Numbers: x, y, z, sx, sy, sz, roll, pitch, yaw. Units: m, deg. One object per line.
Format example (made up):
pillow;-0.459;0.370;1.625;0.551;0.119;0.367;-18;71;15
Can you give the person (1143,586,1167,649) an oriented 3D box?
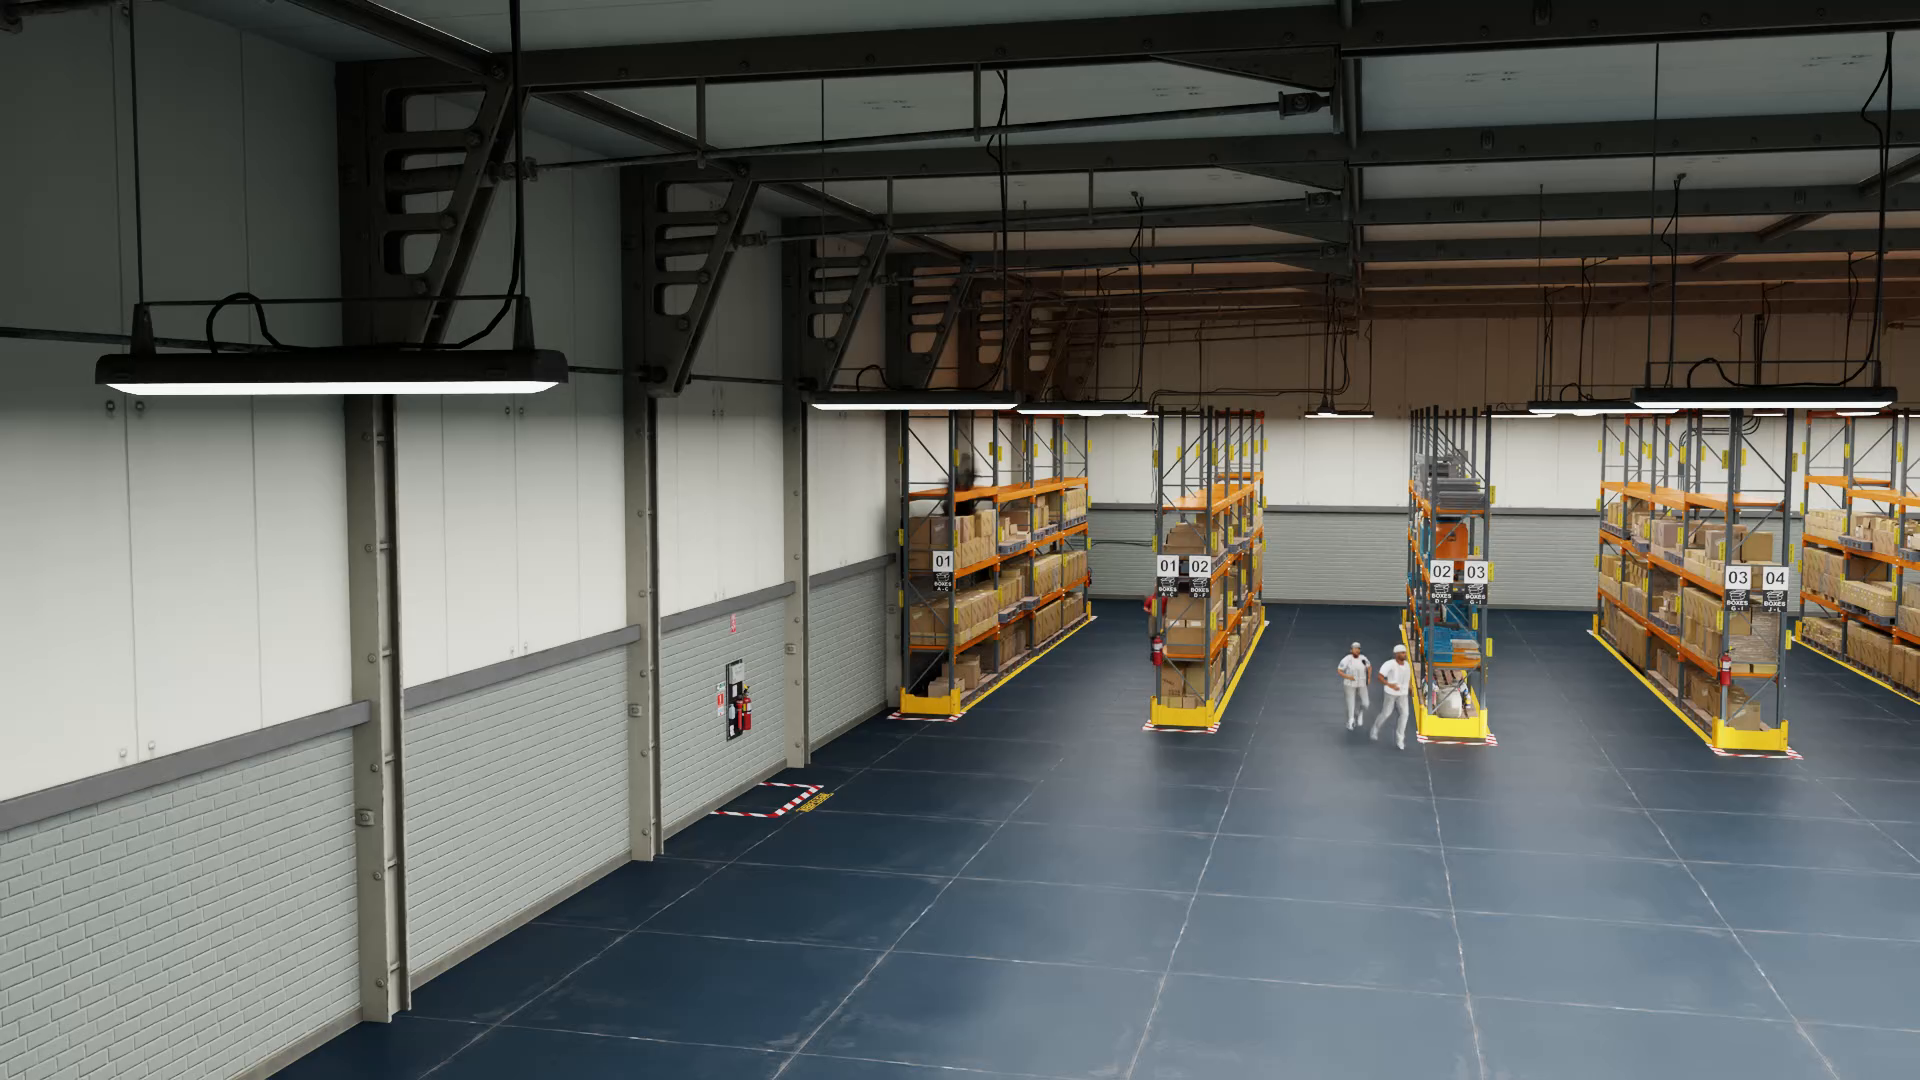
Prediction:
person;4.808;1.960;40.591;0.670;1.696;0.796;0;4;6

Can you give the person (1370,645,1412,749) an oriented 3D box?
person;7.728;2.744;29.401;0.759;1.787;0.826;-1;4;-19

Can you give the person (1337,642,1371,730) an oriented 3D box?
person;7.325;2.708;30.724;0.679;1.626;0.552;0;4;-5
